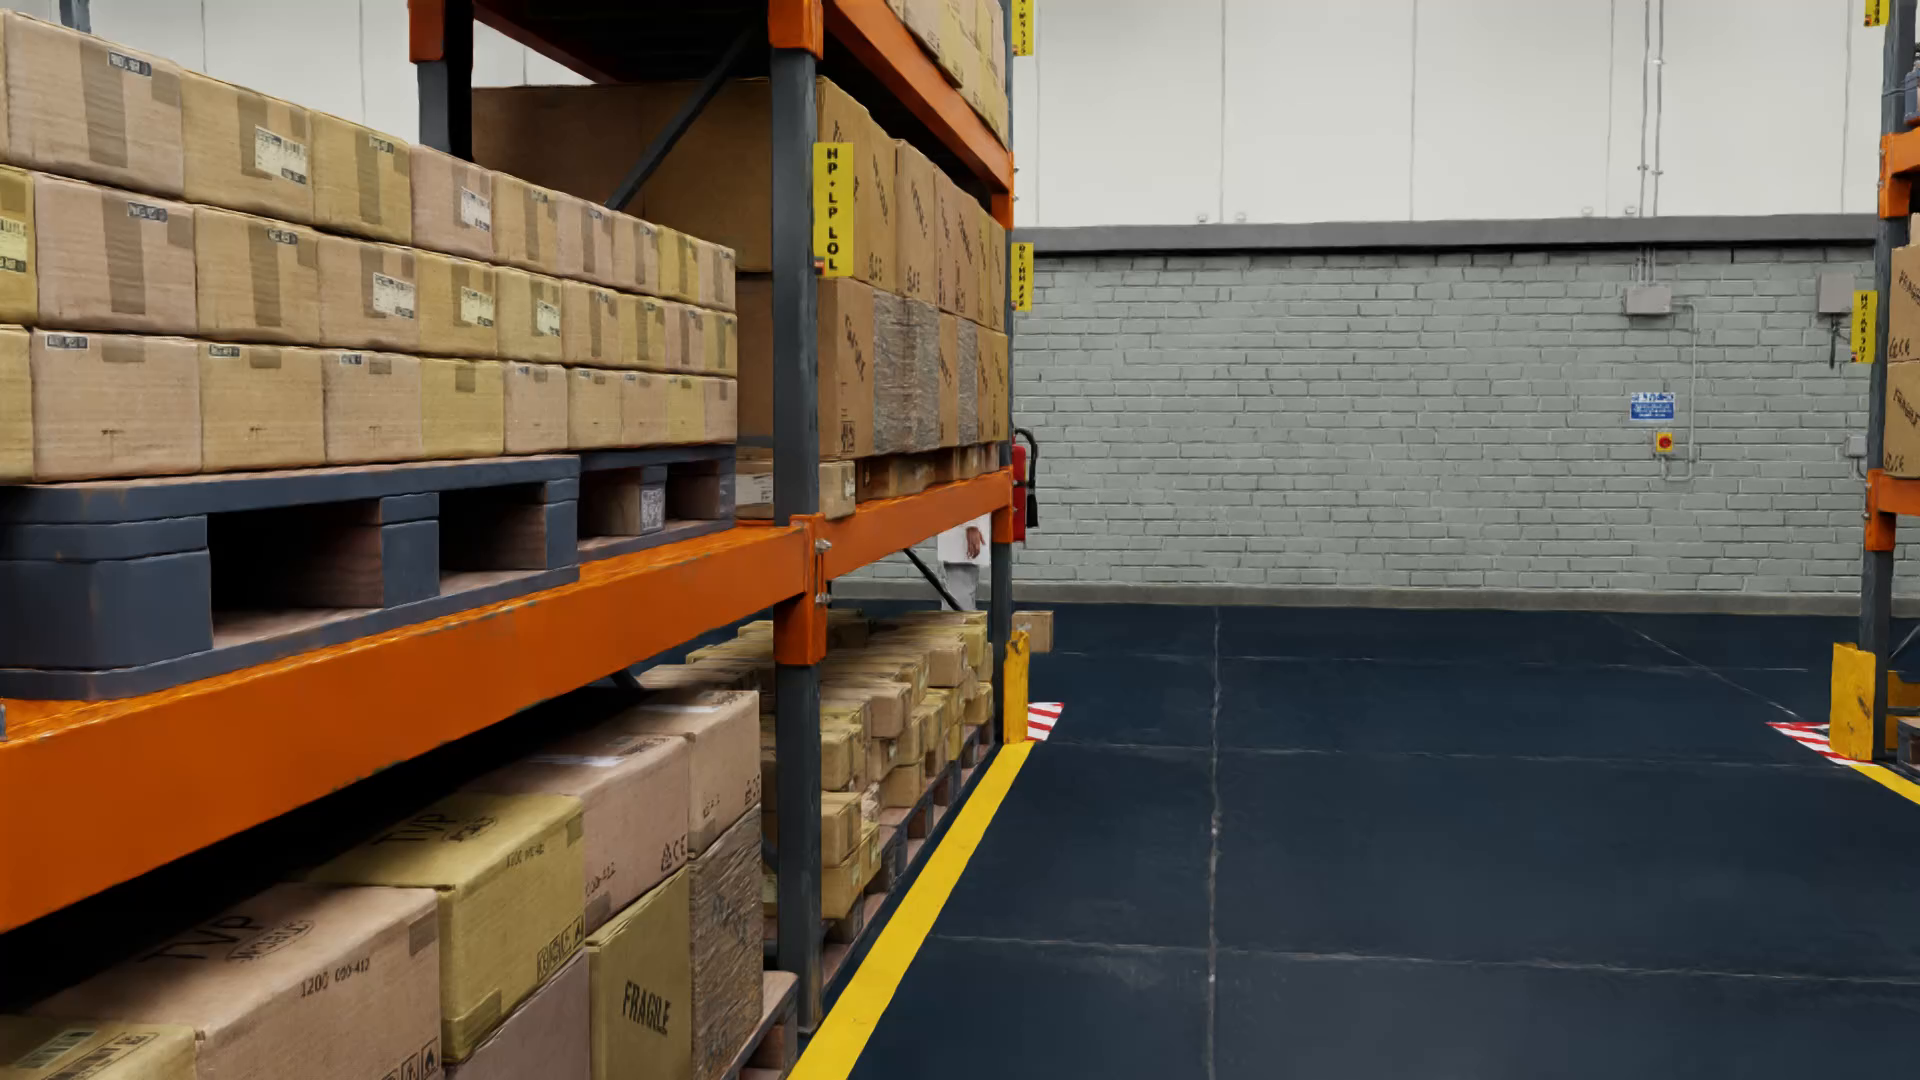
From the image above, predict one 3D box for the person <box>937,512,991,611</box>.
[{"bbox_3d":[0.064,-0.091,9.835,0.434,1.795,0.692,0,4,-5],"label":"person"}]
